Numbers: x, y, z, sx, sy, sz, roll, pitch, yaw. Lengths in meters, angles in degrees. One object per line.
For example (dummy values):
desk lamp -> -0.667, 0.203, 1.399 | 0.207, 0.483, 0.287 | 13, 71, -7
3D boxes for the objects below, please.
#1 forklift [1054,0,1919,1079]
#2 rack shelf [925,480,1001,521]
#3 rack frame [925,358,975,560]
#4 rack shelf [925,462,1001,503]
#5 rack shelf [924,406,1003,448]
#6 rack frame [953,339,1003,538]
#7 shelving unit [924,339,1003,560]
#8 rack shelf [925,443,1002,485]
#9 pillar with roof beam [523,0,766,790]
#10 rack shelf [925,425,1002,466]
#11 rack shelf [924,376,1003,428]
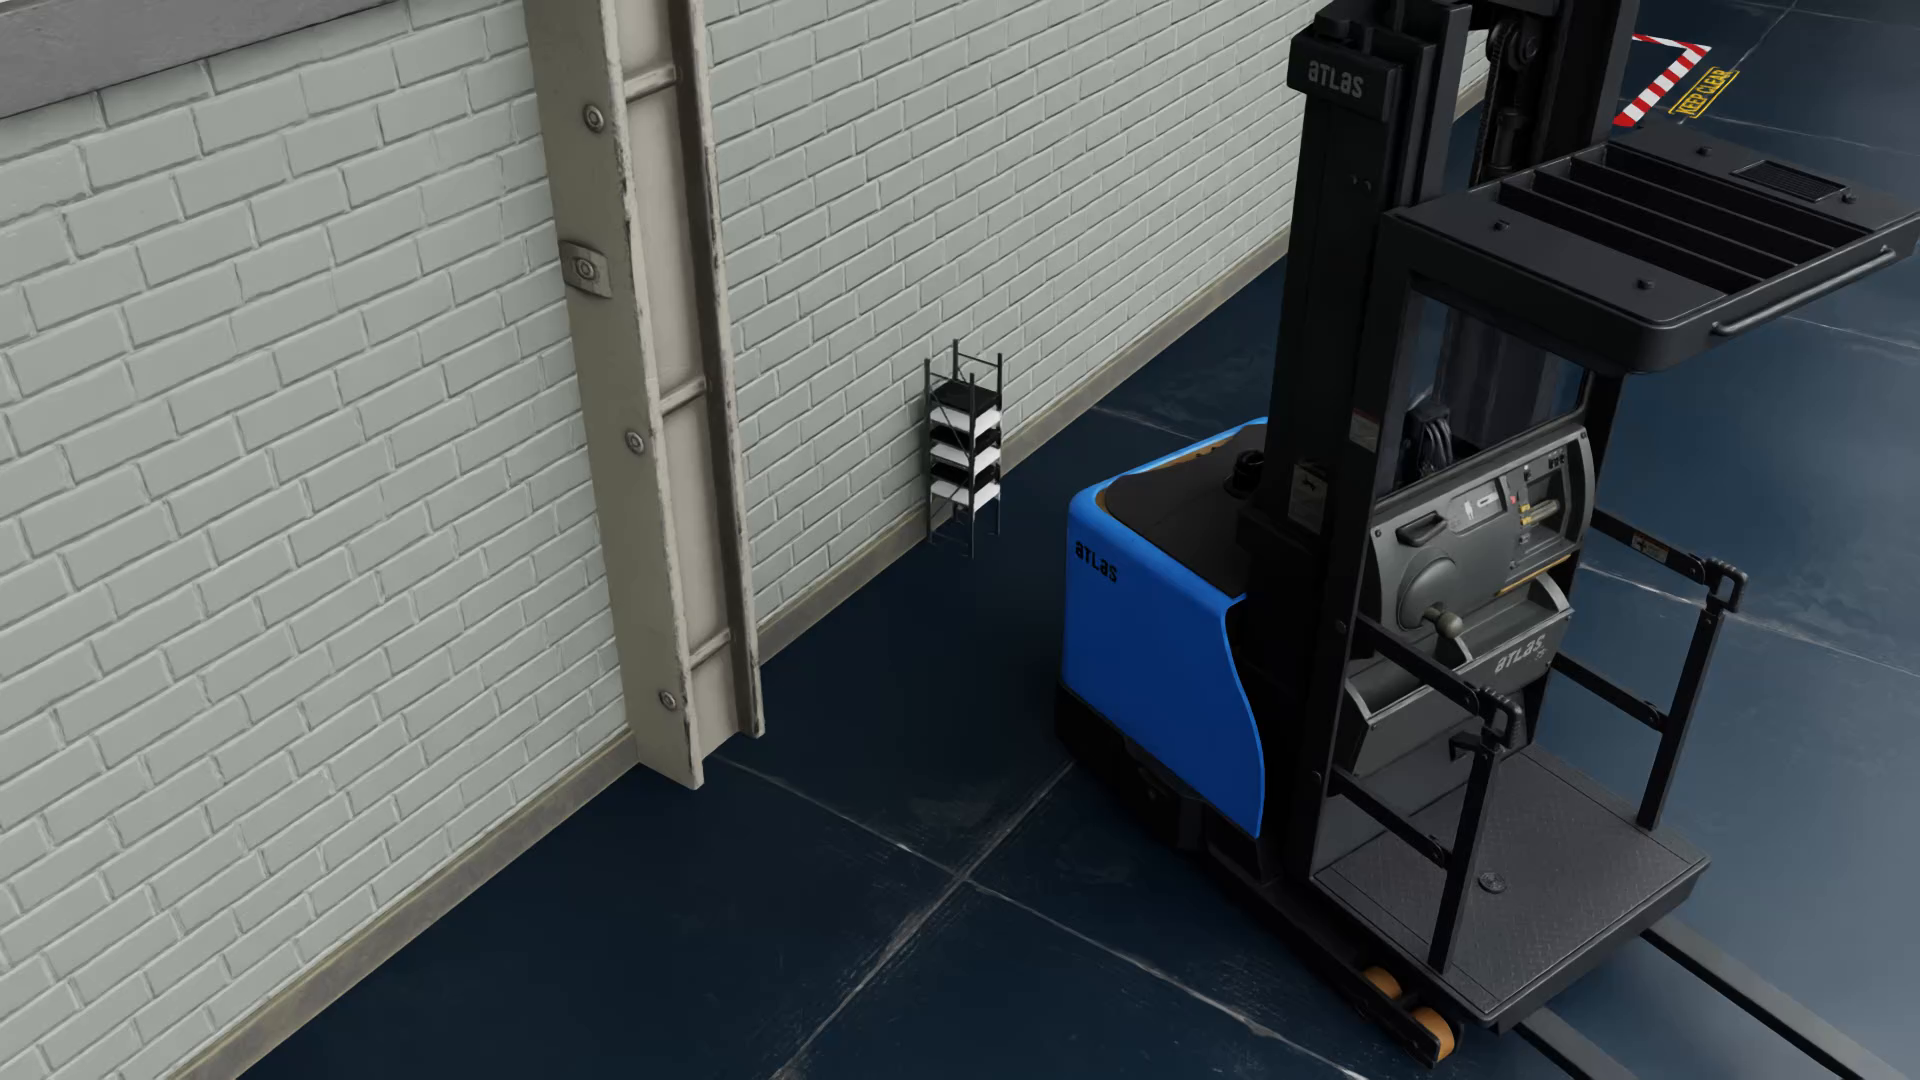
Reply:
forklift -> 1.620, 0.031, 4.588 | 1.130, 2.935, 3.031 | -22, 40, -29
rack shelf -> 0.013, -0.198, 7.119 | 0.258, 0.077, 0.200 | 21, 39, 28
rack frame -> -0.043, -0.327, 6.930 | 0.240, 0.900, 0.006 | 21, 39, 28
rack shelf -> 0.014, -0.272, 7.069 | 0.258, 0.077, 0.200 | 21, 39, 28
rack shelf -> 0.014, -0.496, 6.917 | 0.258, 0.077, 0.200 | 21, 39, 28
rack frame -> 0.071, -0.421, 7.069 | 0.240, 0.900, 0.006 | 21, 39, 28
shelving unit -> 0.014, -0.374, 6.999 | 0.258, 0.900, 0.210 | 21, 39, 28
rack shelf -> 0.014, -0.347, 7.018 | 0.258, 0.077, 0.200 | 21, 39, 28
pillar with roof beam -> 2.577, -1.599, 1.581 | 9.100, 9.000, 0.400 | 21, 39, 28
rack shelf -> 0.014, -0.421, 6.967 | 0.258, 0.077, 0.200 | 21, 39, 28
rack shelf -> 0.015, -0.570, 6.866 | 0.258, 0.077, 0.200 | 21, 39, 28
